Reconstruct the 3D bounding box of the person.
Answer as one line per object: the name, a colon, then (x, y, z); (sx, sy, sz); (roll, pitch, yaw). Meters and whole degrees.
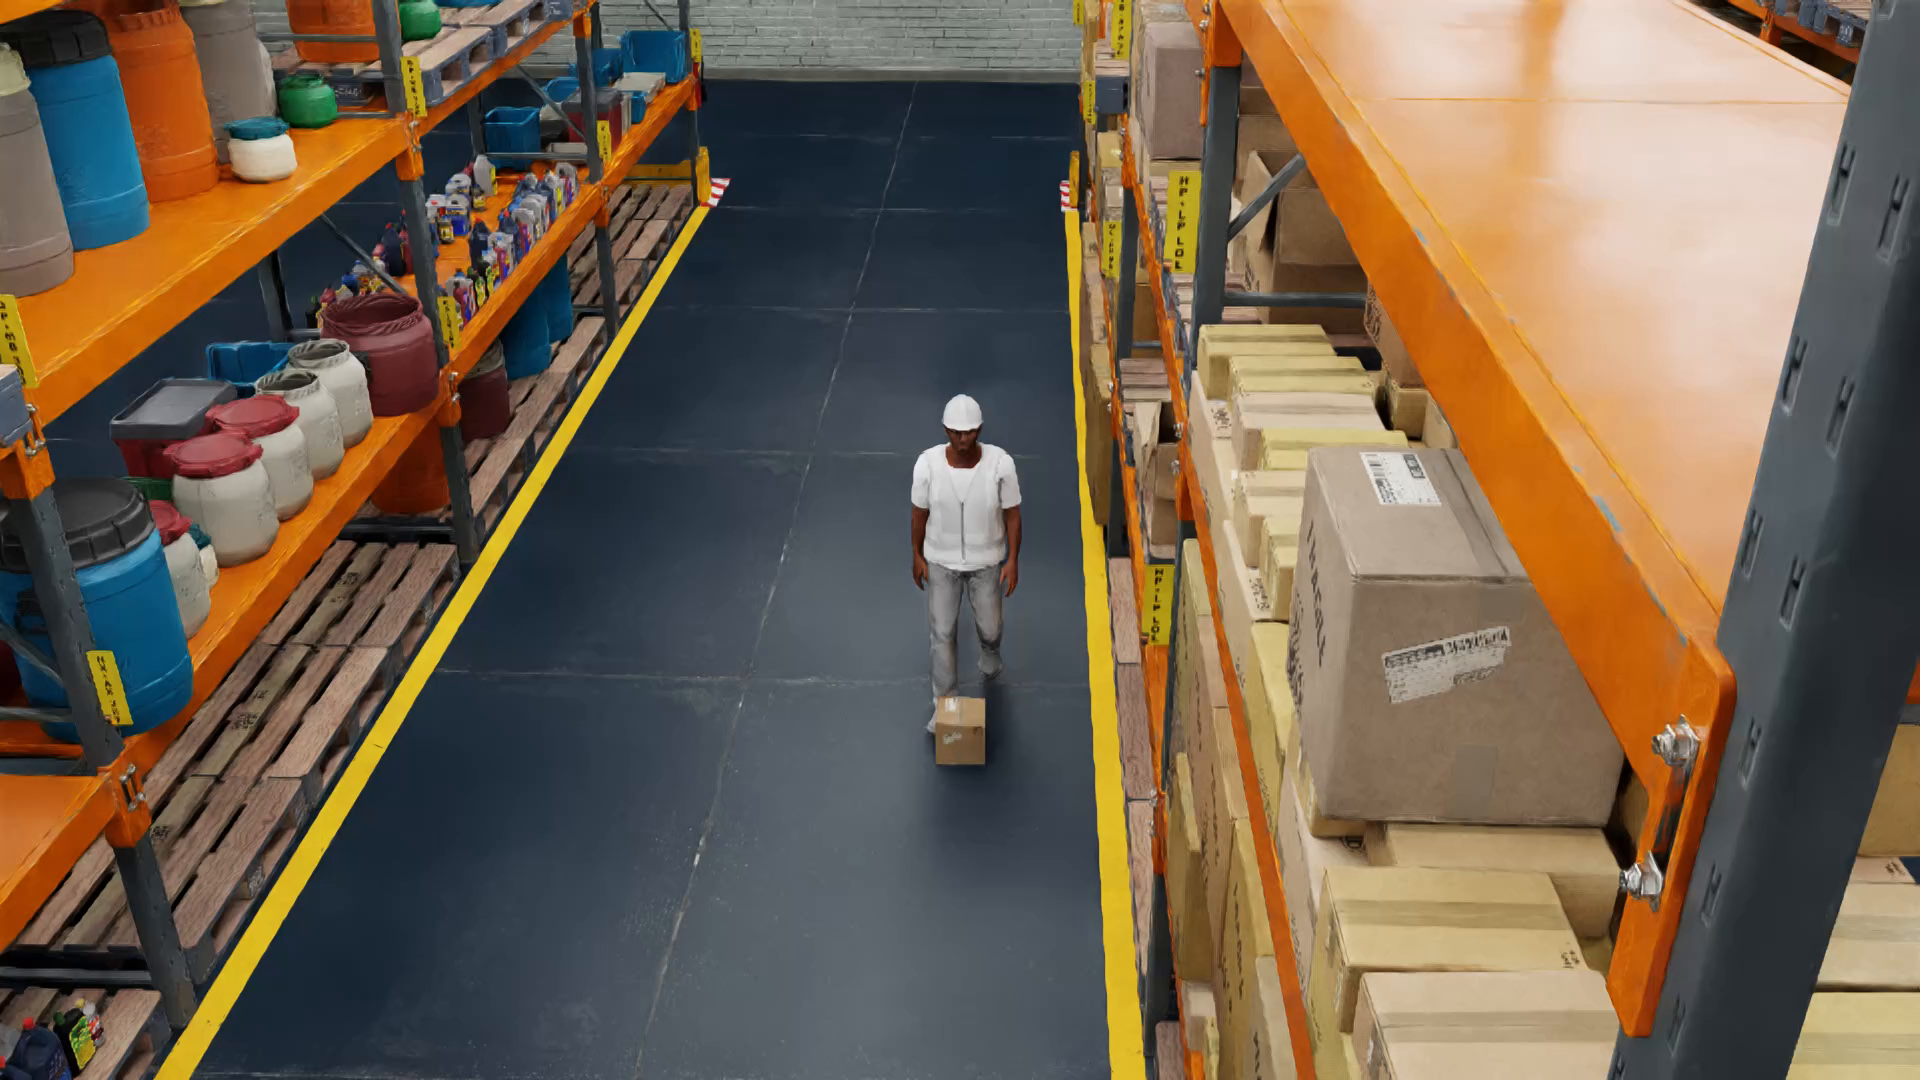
person: (0.028, 0.112, 8.633); (0.578, 1.752, 0.819); (1, 28, 2)
